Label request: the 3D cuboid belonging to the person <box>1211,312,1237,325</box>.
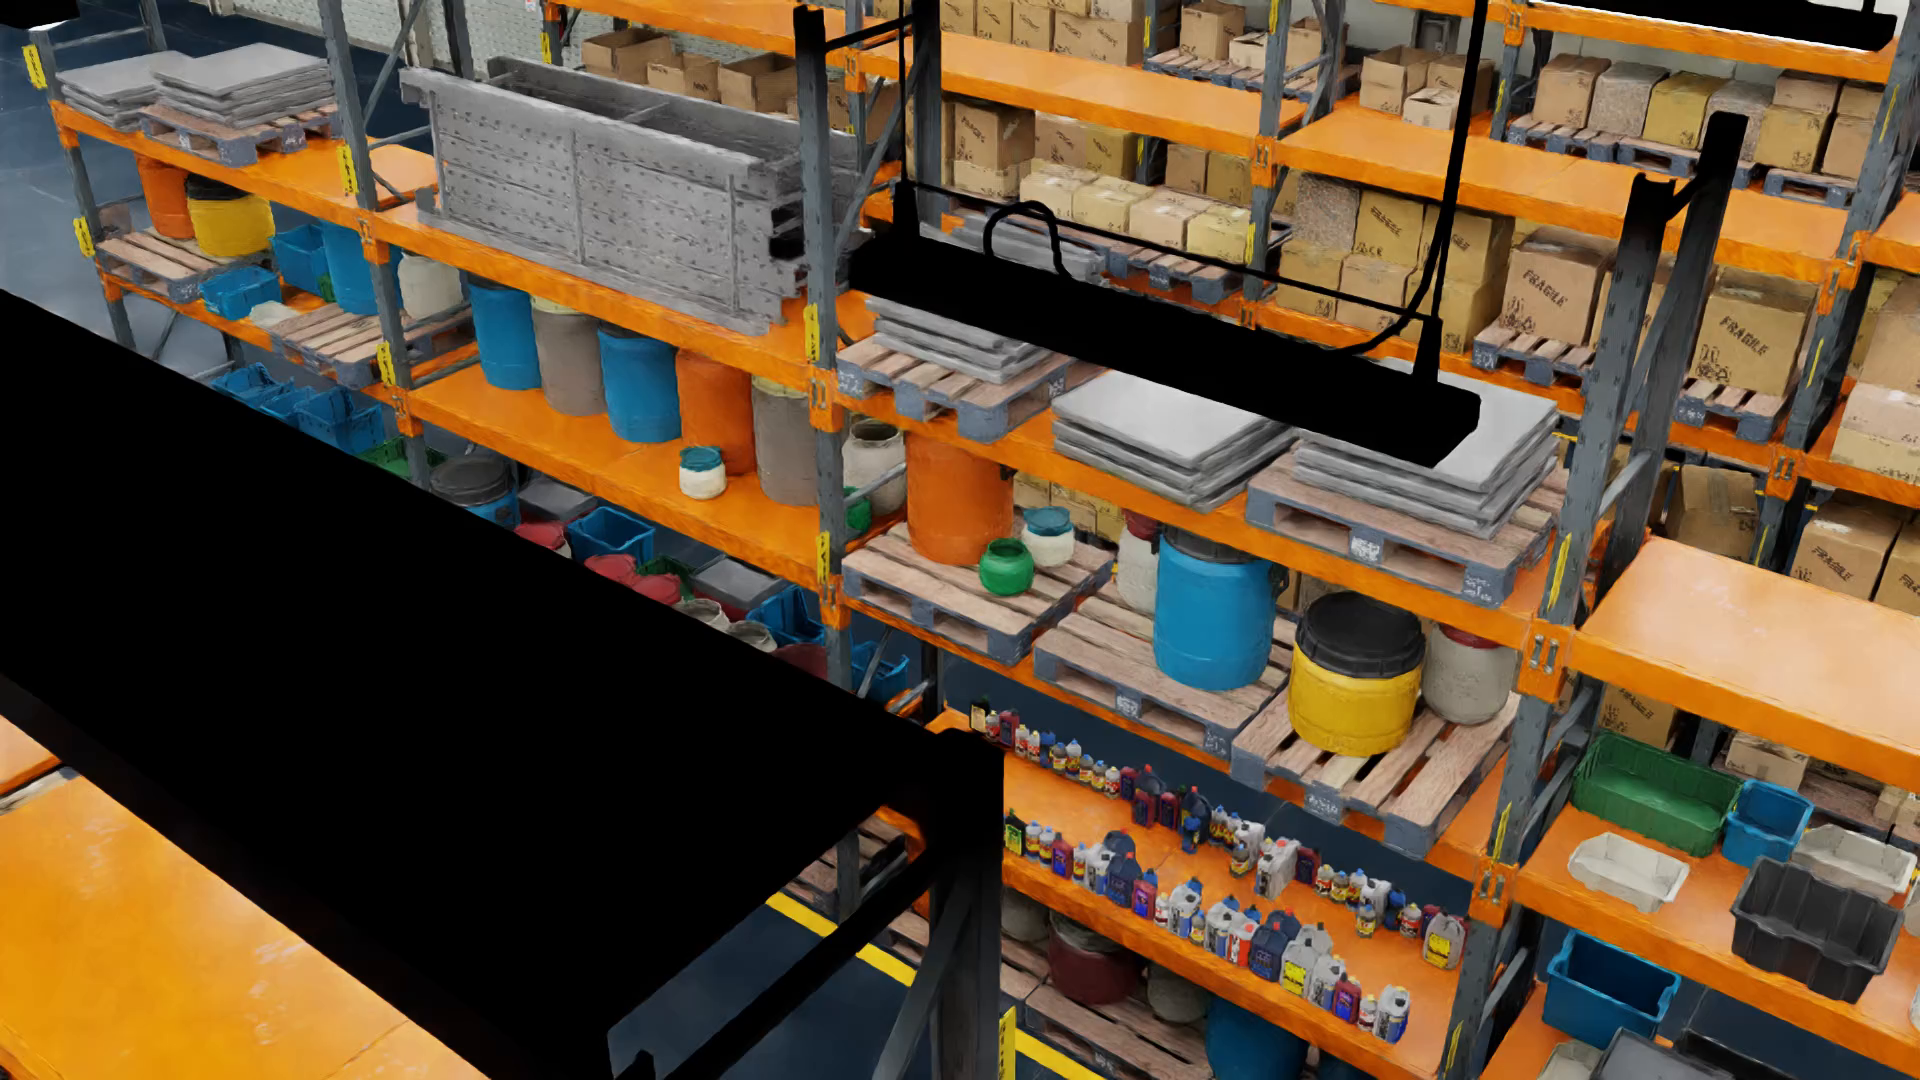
[{"bbox_3d":[2.700,-1.997,16.980,1.097,1.583,0.449,21,37,30],"label":"person"}]
